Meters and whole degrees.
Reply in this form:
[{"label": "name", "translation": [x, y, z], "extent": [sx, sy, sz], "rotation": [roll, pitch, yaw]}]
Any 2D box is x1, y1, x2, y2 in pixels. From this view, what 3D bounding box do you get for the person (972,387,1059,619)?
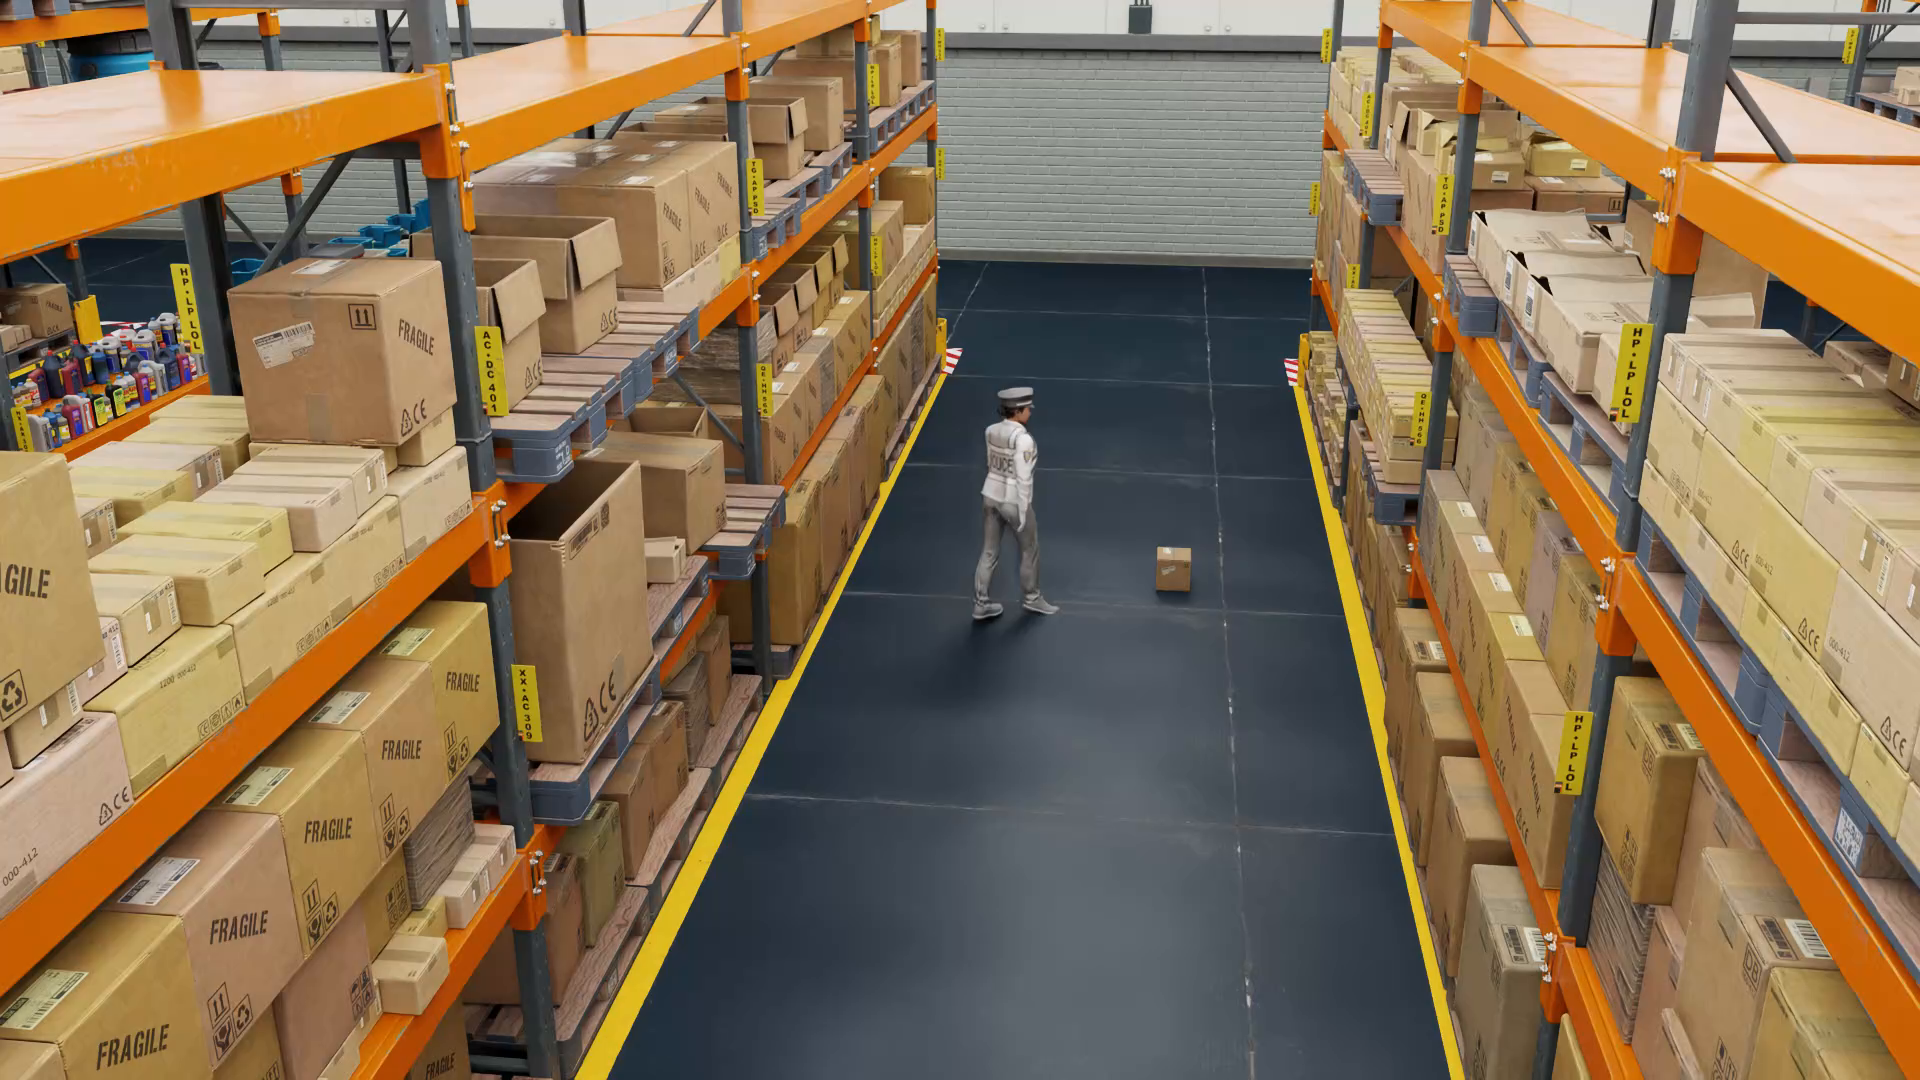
[{"label": "person", "translation": [0.348, -0.231, 11.705], "extent": [0.491, 1.696, 0.643], "rotation": [20, 29, 41]}]
